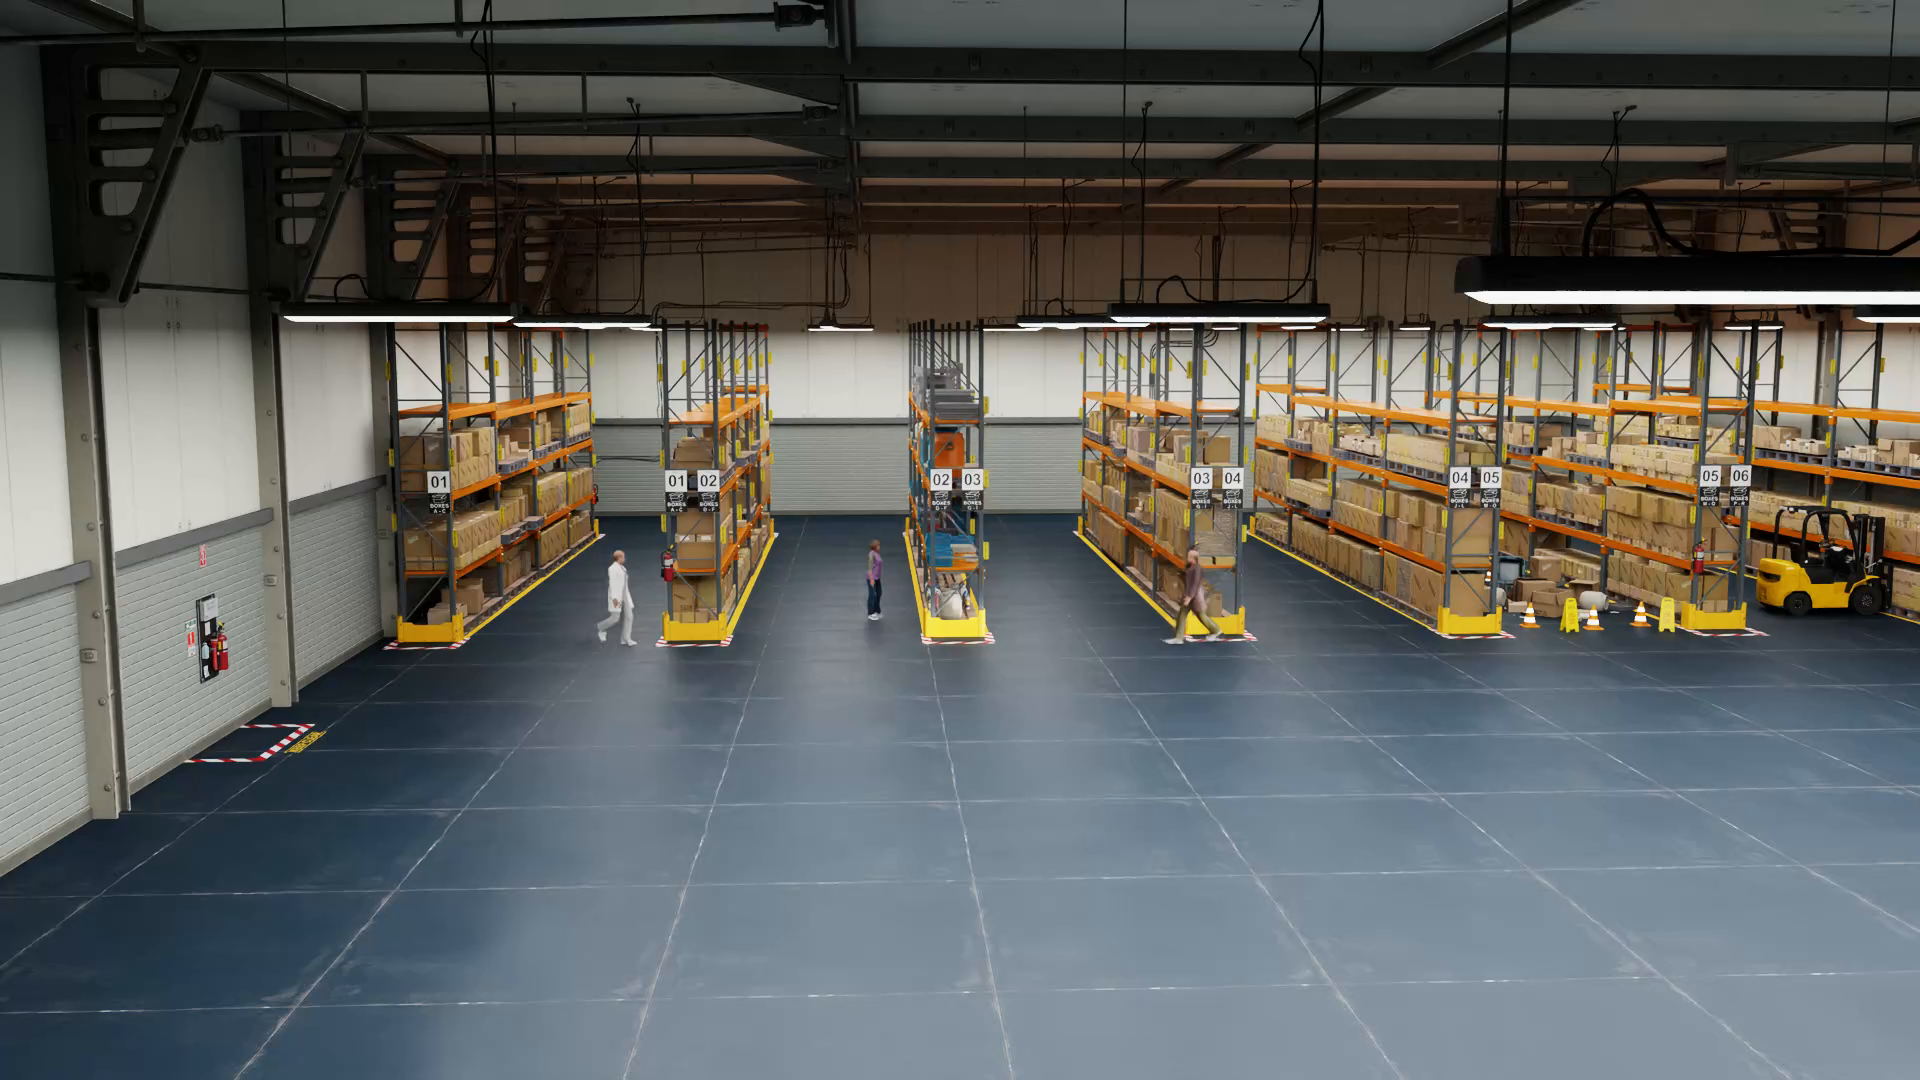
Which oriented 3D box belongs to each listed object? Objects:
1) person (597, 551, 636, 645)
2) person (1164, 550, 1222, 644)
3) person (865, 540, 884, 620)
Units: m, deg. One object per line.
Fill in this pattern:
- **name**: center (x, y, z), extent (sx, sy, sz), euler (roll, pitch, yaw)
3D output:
- **person**: center (-6.349, 1.062, 30.656), extent (0.807, 1.749, 0.539), euler (5, 9, 37)
- **person**: center (4.343, 1.057, 30.777), extent (1.103, 1.748, 0.517), euler (-4, 8, -30)
- **person**: center (-1.732, 0.821, 33.582), extent (0.344, 1.656, 0.494), euler (2, 7, 17)
